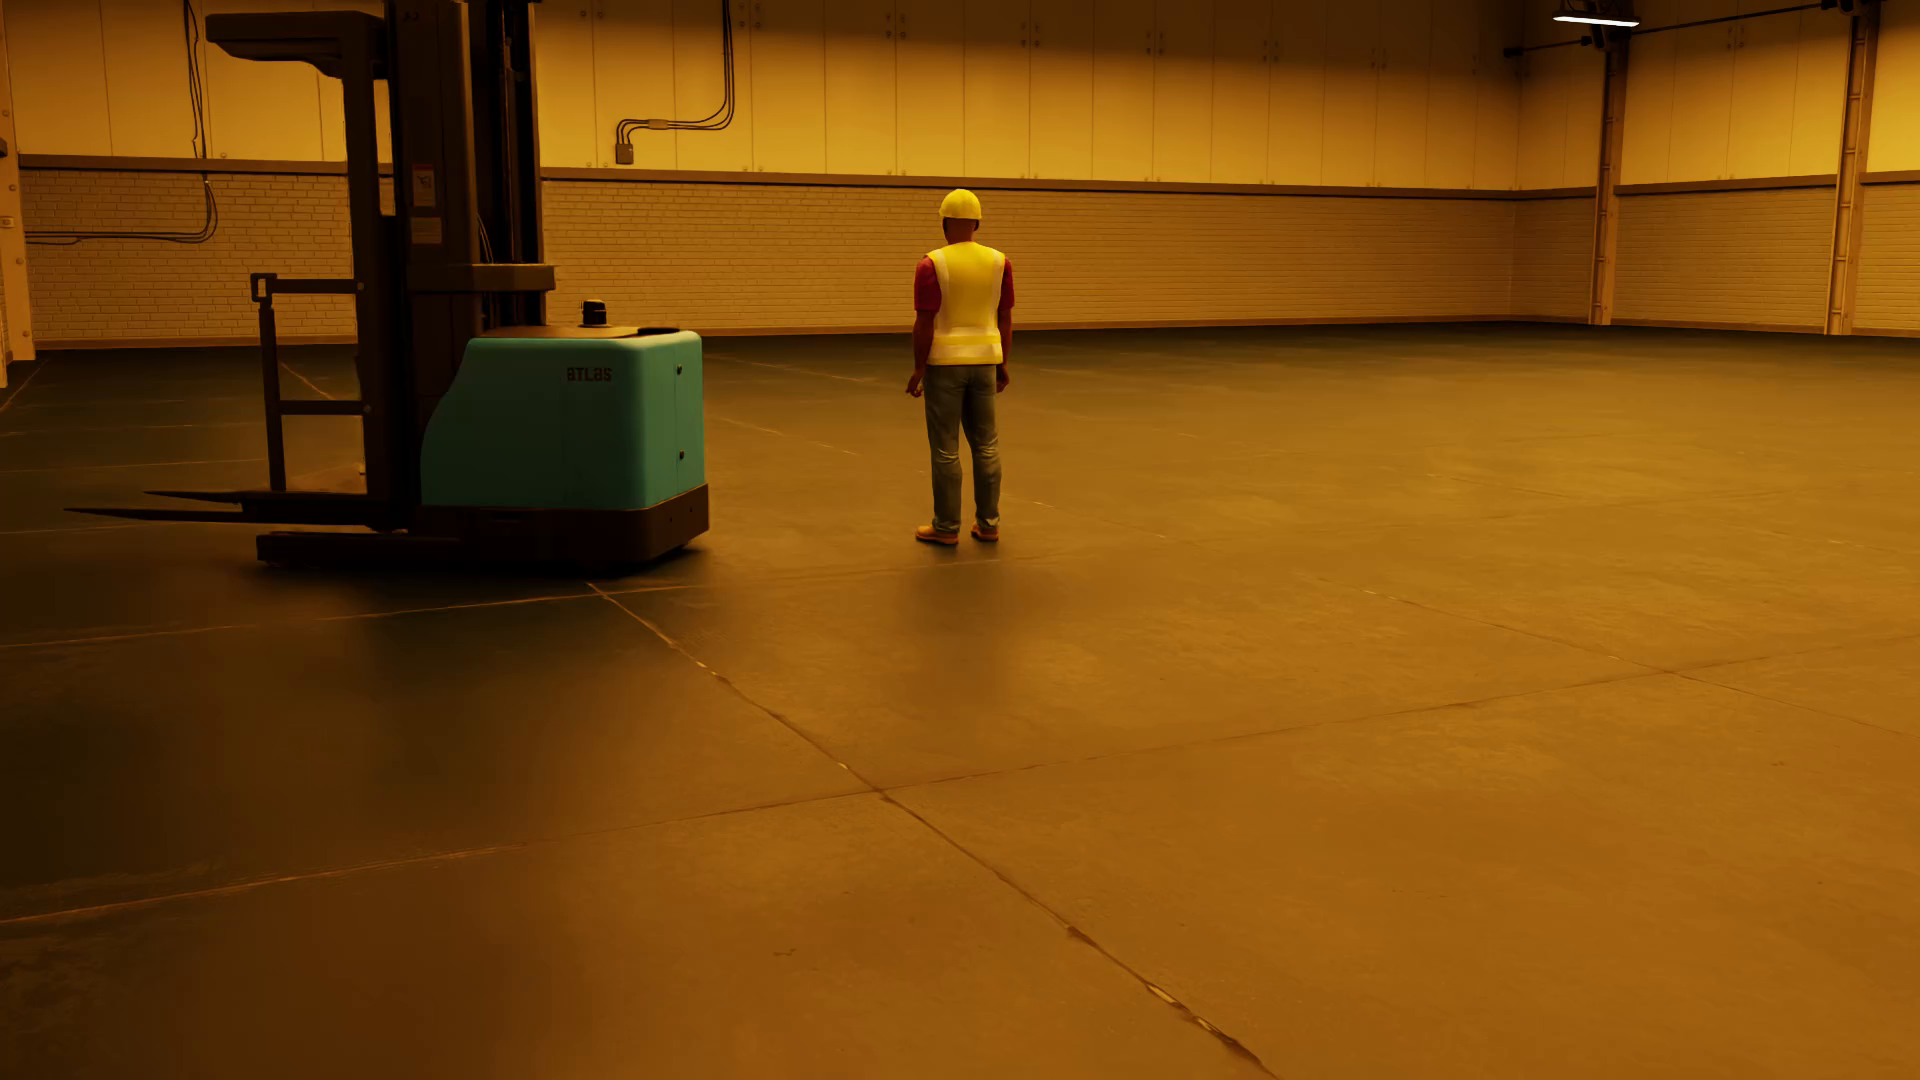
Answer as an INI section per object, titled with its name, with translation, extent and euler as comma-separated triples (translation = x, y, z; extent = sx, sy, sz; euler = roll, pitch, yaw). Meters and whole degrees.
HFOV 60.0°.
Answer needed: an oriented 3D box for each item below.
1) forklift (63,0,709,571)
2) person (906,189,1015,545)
[forklift]
translation = -2.837, -1.394, 8.009
extent = 3.031, 2.935, 1.130
euler = 2, 10, 9
[person]
translation = -0.010, -0.870, 8.410
extent = 0.556, 1.770, 0.388
euler = -5, 11, -26
